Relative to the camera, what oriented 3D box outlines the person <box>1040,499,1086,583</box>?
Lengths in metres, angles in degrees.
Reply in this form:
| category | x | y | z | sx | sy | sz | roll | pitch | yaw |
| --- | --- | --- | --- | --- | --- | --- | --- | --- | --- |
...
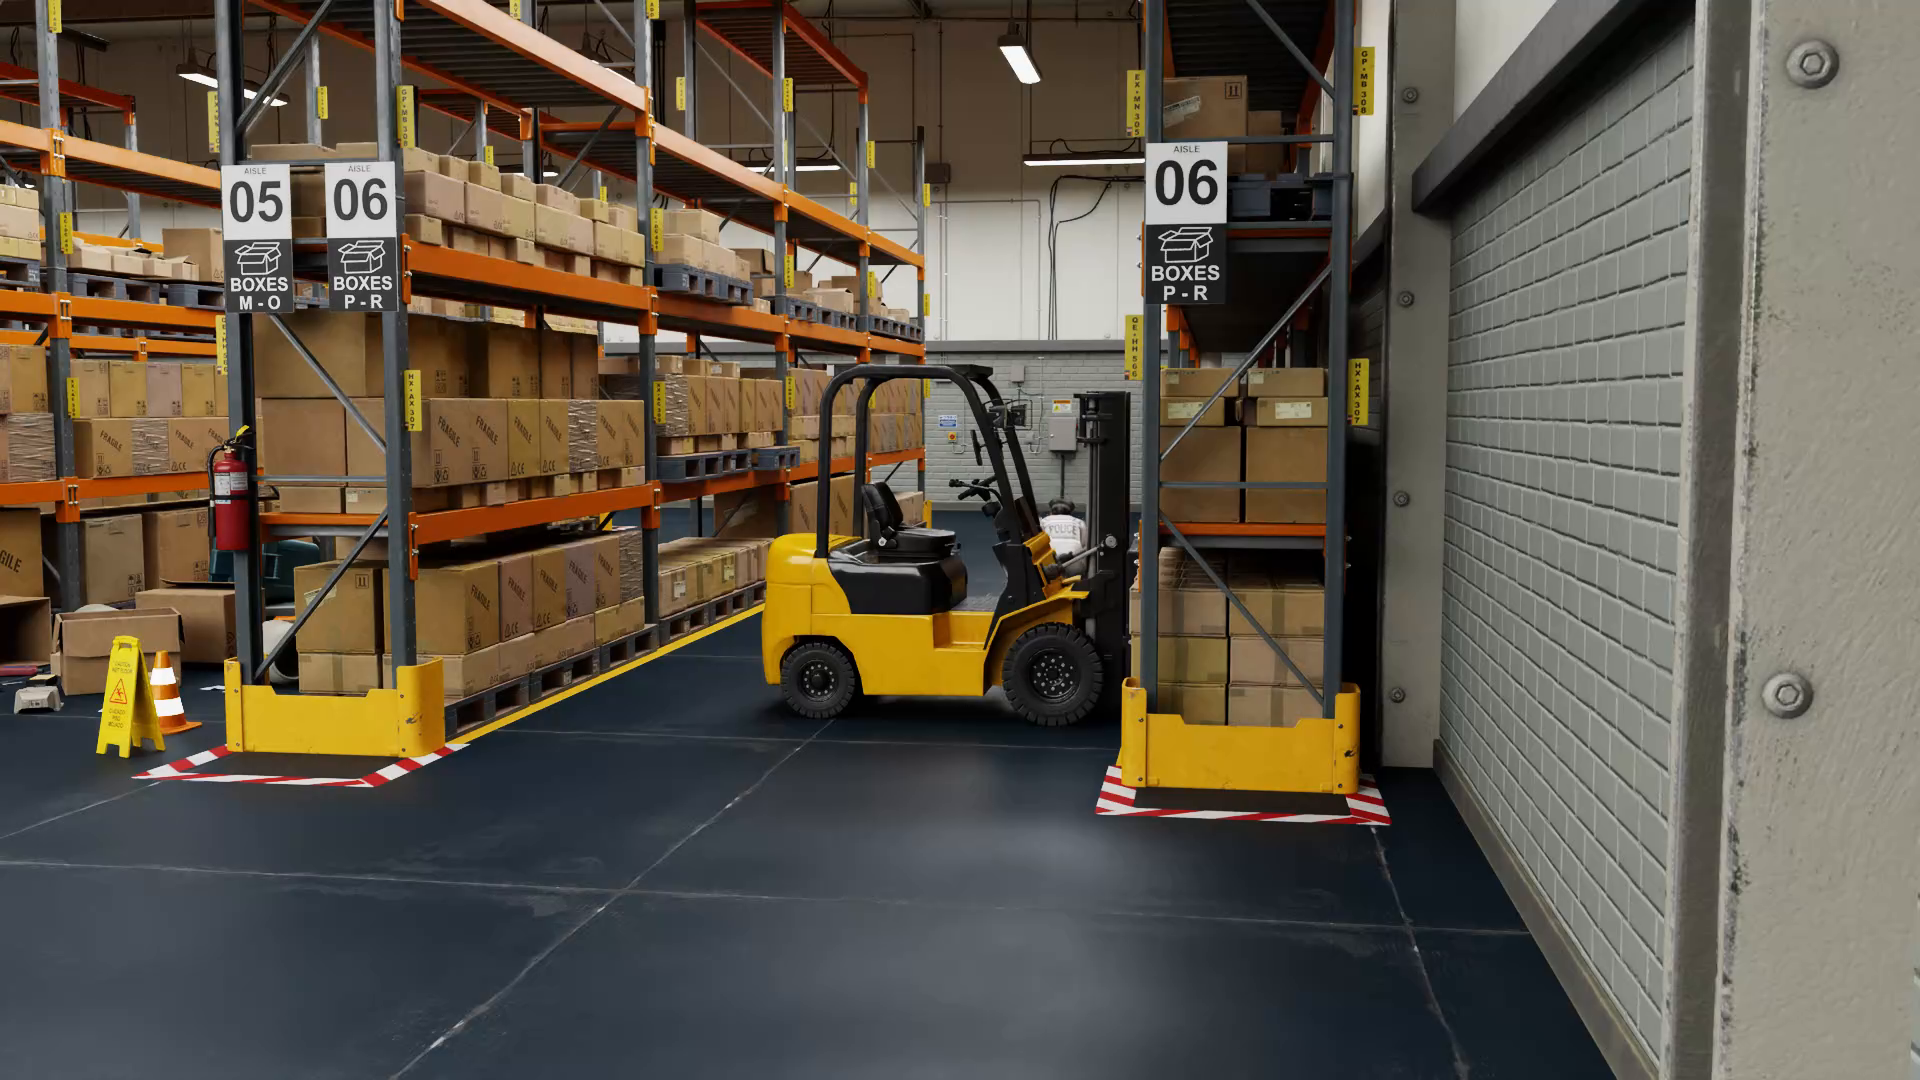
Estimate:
| category | x | y | z | sx | sy | sz | roll | pitch | yaw |
| --- | --- | --- | --- | --- | --- | --- | --- | --- | --- |
| person | 0.878 | 0.196 | 14.589 | 0.507 | 1.089 | 0.812 | 1 | 5 | 9 |
